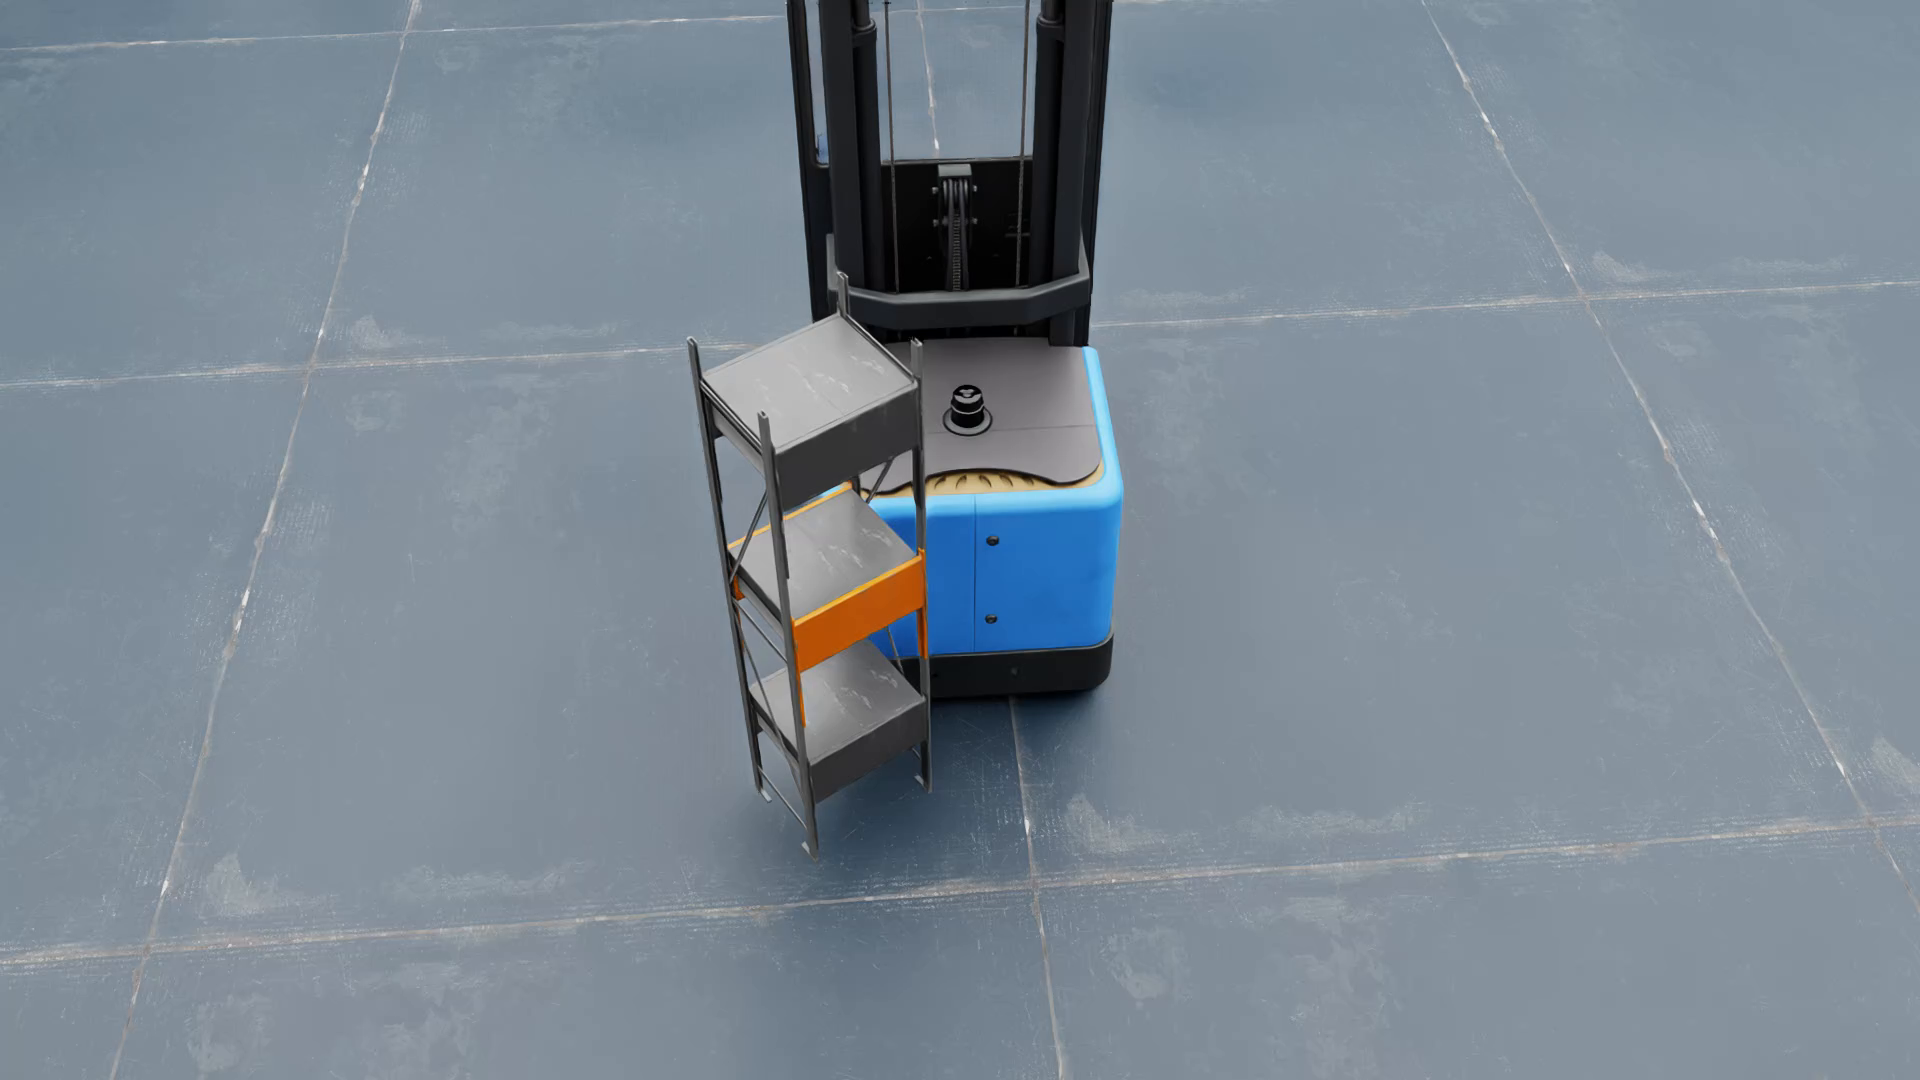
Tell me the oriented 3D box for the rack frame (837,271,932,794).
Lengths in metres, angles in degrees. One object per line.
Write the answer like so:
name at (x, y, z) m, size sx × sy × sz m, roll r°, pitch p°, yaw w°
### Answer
rack frame at (-0.225, 0.079, 5.366) m, size 0.015 × 2.100 × 0.400 m, roll -28°, pitch 53°, yaw -24°

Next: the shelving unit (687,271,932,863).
shelving unit at (-0.422, 0.183, 5.267) m, size 0.503 × 2.100 × 0.431 m, roll -28°, pitch 53°, yaw -24°

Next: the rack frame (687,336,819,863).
rack frame at (-0.618, 0.288, 5.167) m, size 0.015 × 2.100 × 0.400 m, roll -28°, pitch 53°, yaw -24°

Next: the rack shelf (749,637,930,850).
rack shelf at (-0.422, 0.674, 5.785) m, size 0.480 × 0.518 × 0.431 m, roll -28°, pitch 53°, yaw -24°

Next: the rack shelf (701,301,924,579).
rack shelf at (-0.422, -0.289, 4.768) m, size 0.480 × 0.518 × 0.431 m, roll -28°, pitch 53°, yaw -24°

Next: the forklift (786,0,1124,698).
forklift at (-0.053, -1.472, 6.262) m, size 1.130 × 2.935 × 3.031 m, roll -3°, pitch 47°, yaw -3°

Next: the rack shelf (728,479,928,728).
rack shelf at (-0.422, 0.193, 5.277) m, size 0.480 × 0.518 × 0.431 m, roll -28°, pitch 53°, yaw -24°
